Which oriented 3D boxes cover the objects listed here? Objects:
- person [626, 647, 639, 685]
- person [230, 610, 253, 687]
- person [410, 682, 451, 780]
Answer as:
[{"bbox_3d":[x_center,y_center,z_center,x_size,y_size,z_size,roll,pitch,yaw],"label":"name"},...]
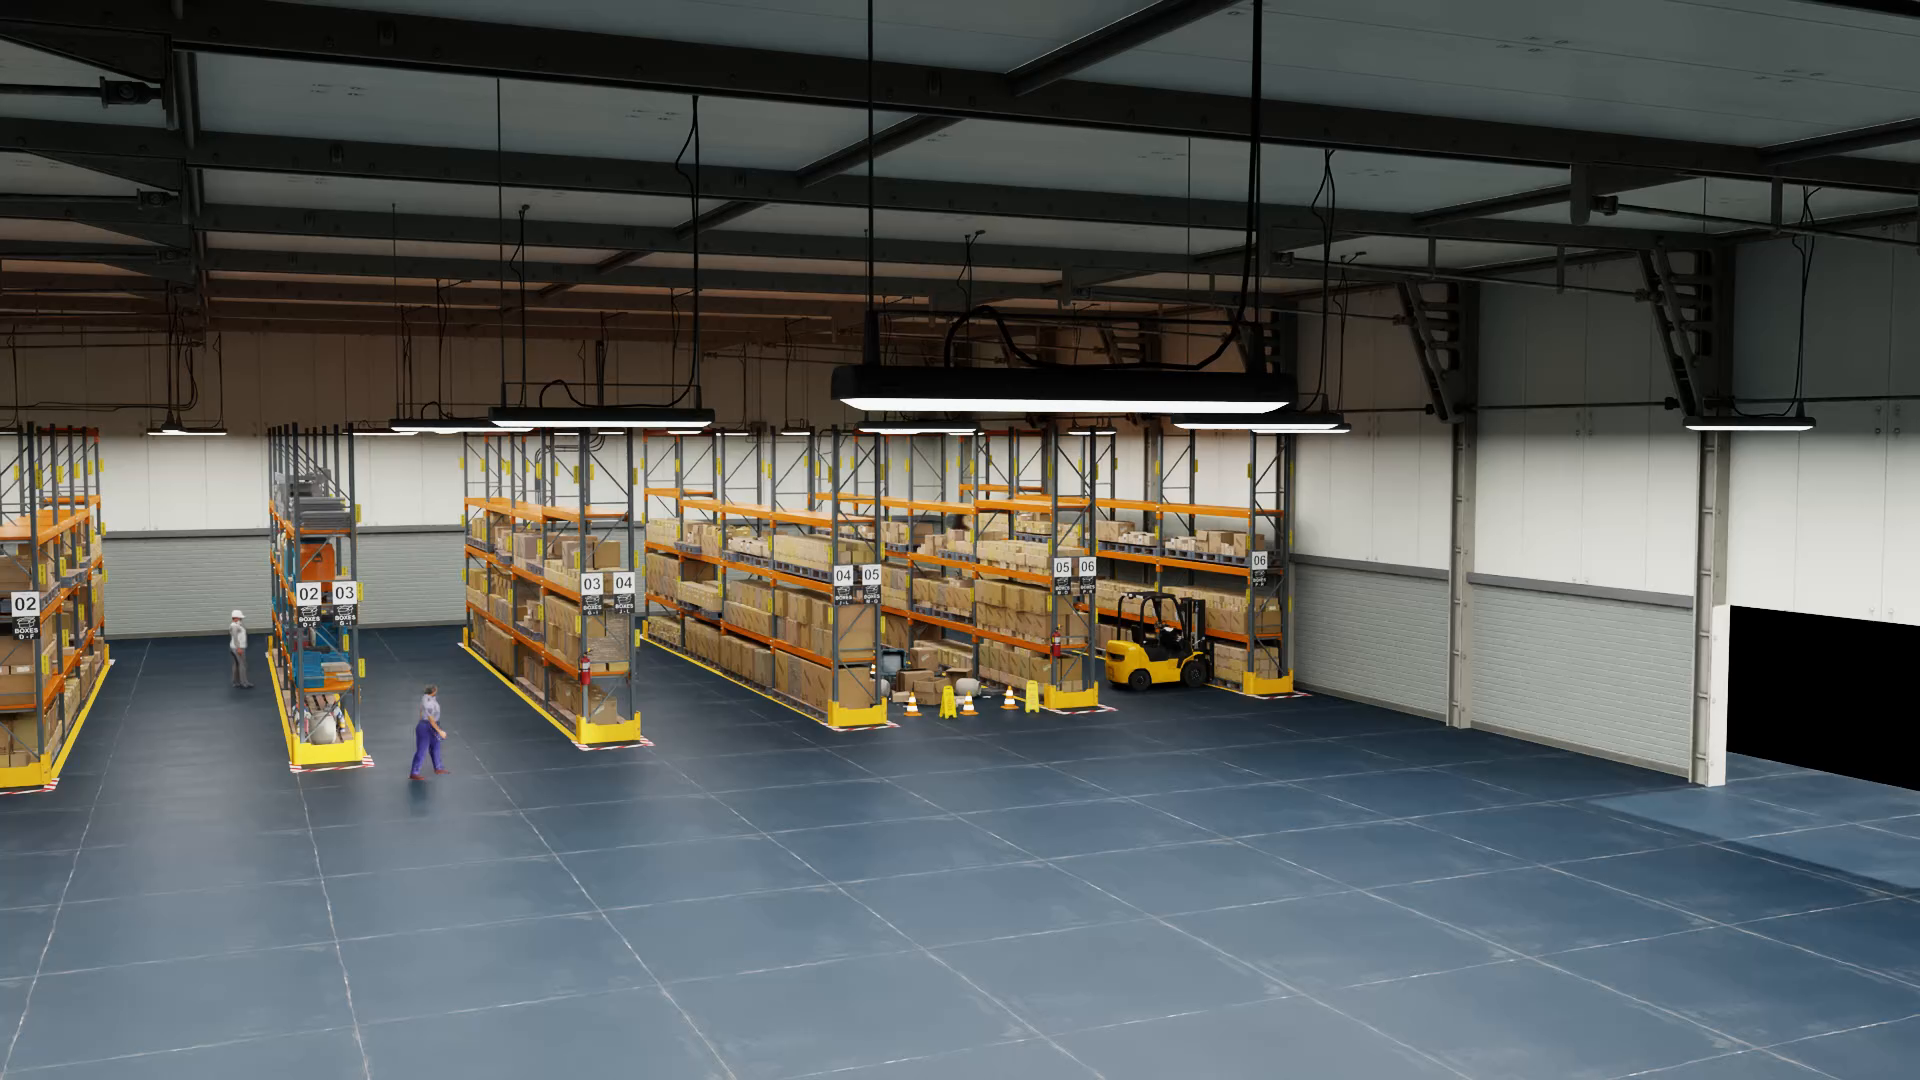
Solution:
[{"bbox_3d":[-7.637,2.565,38.655,0.401,1.674,0.526,2,4,24],"label":"person"},{"bbox_3d":[-16.543,2.493,38.246,0.471,1.765,0.601,-2,4,-33],"label":"person"},{"bbox_3d":[-8.955,3.207,28.071,0.623,1.643,0.664,-1,4,-10],"label":"person"}]
